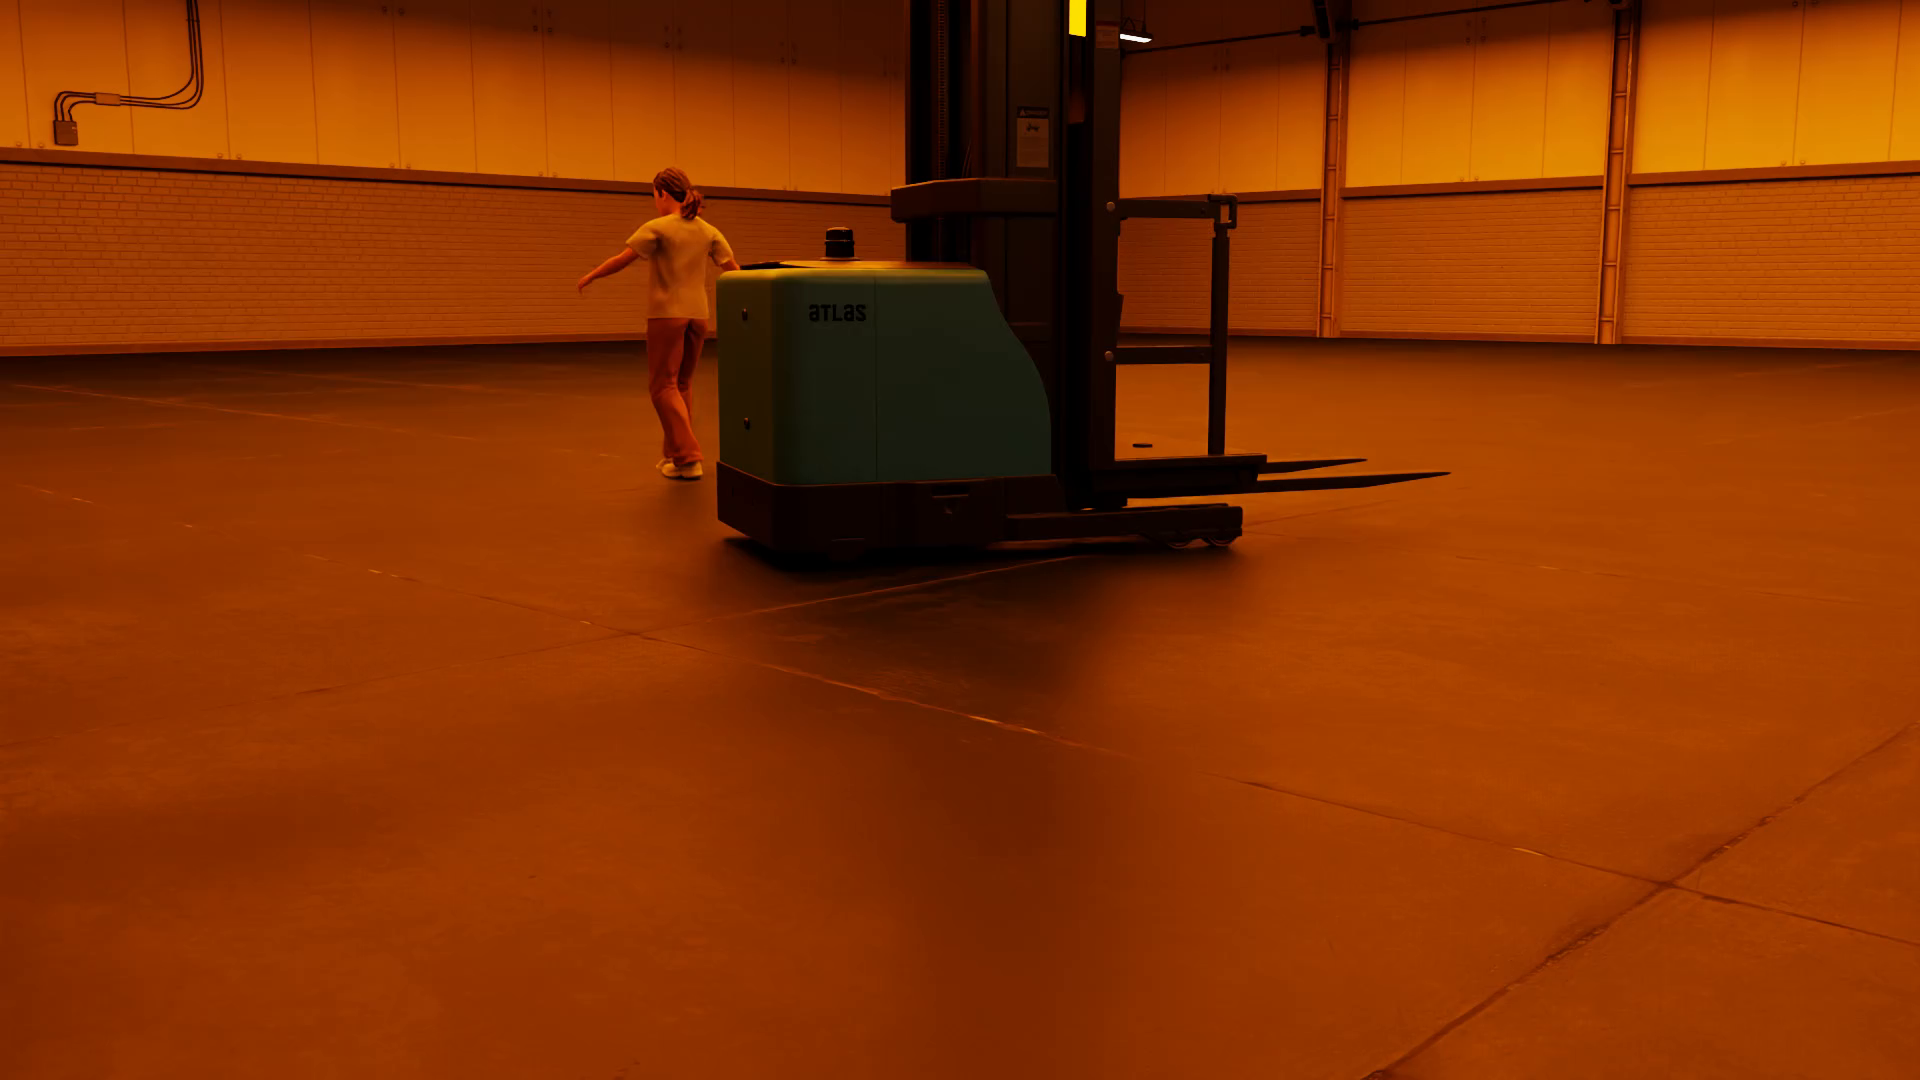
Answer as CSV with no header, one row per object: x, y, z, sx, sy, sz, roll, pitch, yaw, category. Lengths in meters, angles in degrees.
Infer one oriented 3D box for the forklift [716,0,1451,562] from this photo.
0.579,-1.483,6.723,3.031,2.935,1.130,-3,9,-21,forklift

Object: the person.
-1.553,-1.171,9.050,0.898,1.670,0.707,-8,11,-41,person
